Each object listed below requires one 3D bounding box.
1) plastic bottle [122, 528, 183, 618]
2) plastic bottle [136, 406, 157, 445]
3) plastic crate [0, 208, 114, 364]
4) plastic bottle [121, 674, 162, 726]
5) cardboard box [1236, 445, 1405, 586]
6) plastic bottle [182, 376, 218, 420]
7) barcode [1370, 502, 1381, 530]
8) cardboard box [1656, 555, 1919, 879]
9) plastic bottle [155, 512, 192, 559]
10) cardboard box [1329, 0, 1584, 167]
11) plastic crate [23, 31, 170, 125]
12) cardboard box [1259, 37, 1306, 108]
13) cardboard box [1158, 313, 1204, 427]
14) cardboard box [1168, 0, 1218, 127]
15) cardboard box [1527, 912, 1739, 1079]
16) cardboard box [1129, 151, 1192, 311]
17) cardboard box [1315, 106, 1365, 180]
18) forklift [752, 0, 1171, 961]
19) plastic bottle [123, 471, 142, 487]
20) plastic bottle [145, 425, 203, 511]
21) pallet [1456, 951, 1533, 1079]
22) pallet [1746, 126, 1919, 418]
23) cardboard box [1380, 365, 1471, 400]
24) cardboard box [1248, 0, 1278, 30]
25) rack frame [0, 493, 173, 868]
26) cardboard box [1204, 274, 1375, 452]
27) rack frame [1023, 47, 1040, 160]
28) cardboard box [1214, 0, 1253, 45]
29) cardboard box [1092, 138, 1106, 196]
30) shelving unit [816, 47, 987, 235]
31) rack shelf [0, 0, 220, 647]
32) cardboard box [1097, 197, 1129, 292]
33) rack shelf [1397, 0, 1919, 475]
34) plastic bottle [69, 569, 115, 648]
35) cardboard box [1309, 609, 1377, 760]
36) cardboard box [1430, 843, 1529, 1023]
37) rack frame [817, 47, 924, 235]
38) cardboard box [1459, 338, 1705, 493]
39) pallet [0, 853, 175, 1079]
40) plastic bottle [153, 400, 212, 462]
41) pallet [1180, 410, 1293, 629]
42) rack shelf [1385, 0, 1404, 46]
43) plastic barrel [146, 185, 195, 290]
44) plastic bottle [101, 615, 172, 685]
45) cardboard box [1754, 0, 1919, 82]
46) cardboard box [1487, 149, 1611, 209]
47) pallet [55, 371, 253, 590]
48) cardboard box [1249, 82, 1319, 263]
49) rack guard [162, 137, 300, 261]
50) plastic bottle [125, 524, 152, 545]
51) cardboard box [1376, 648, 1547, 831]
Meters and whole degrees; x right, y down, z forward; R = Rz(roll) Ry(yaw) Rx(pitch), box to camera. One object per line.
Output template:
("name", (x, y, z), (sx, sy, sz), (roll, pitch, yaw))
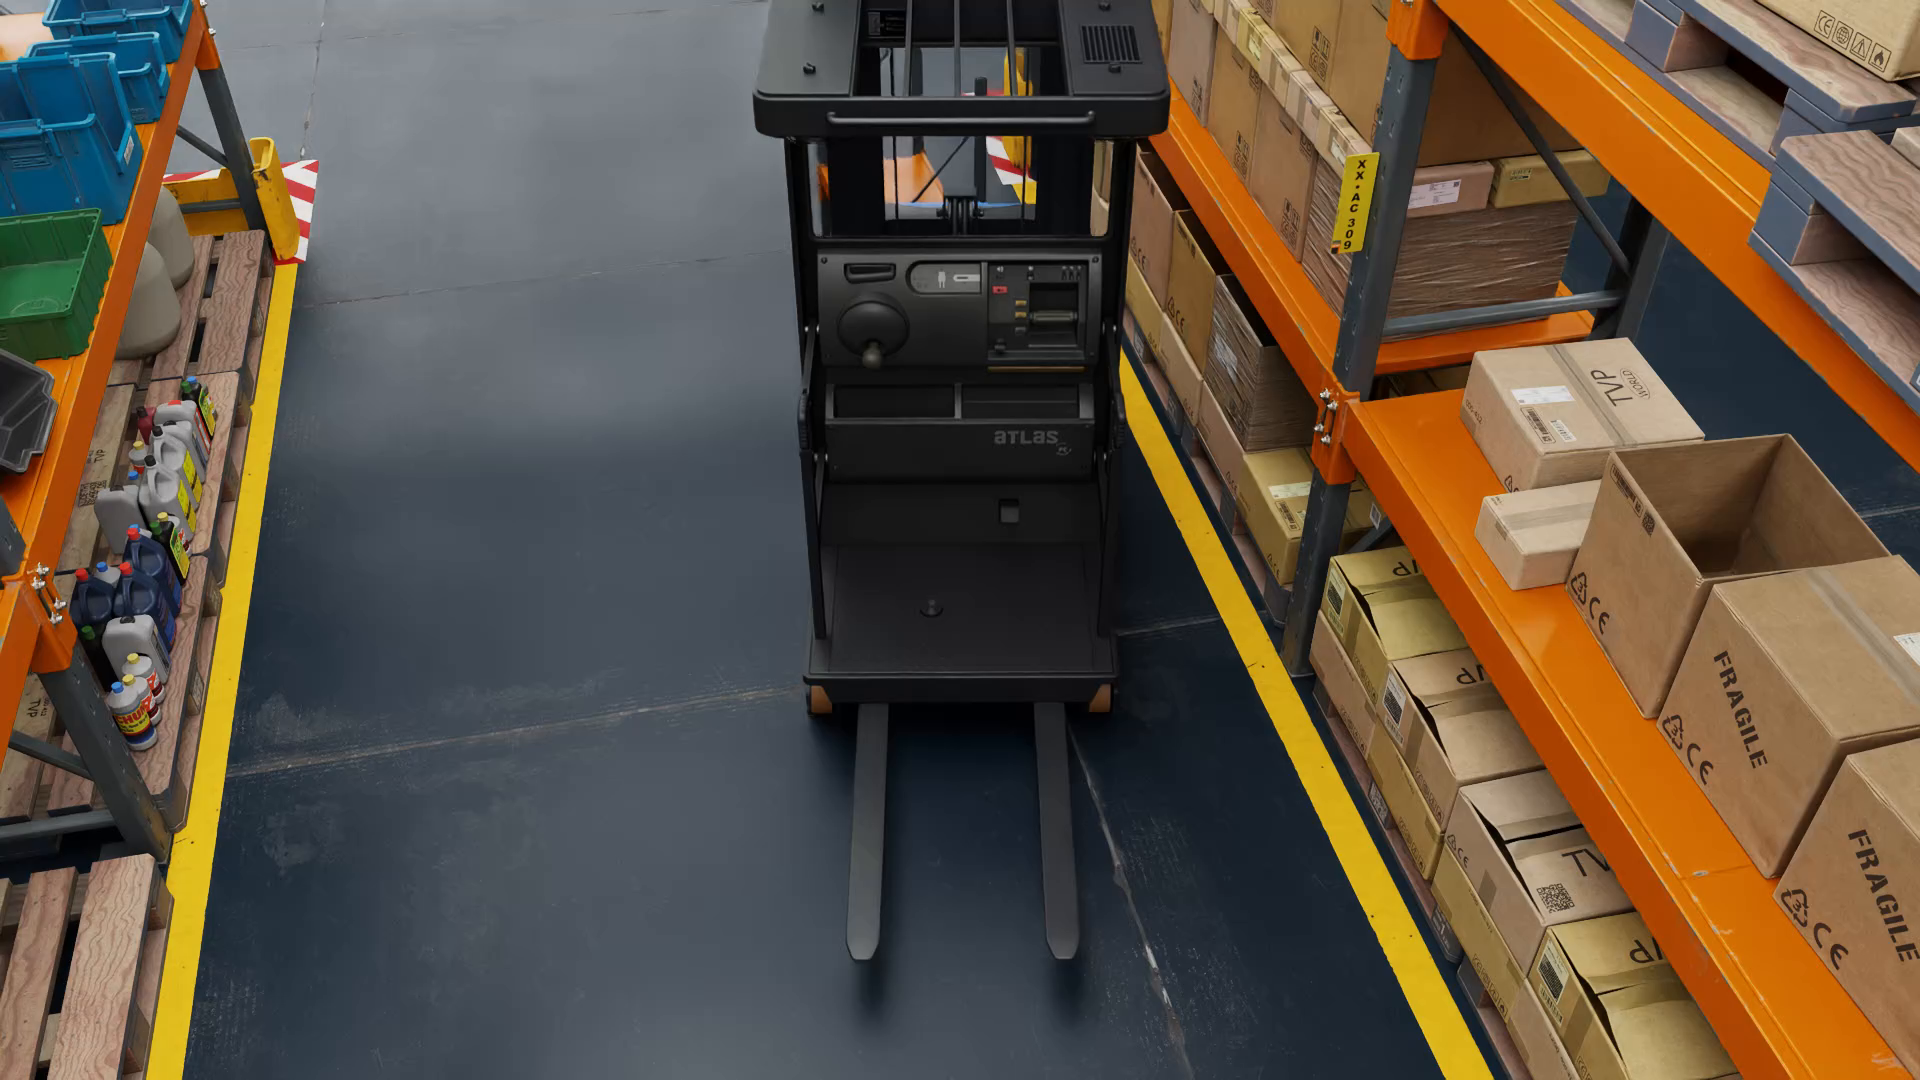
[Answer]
("plastic bottle", (-2.945, 0.114, 6.026), (0.144, 0.351, 0.185), (-10, 43, -11))
("plastic bottle", (-3.251, -0.438, 6.699), (0.061, 0.283, 0.133), (-8, 42, -9))
("plastic crate", (-3.153, -0.848, 5.606), (0.450, 0.188, 0.662), (-8, 42, -9))
("plastic bottle", (-2.798, 0.539, 5.659), (0.097, 0.201, 0.097), (0, 42, 0))
("cardboard box", (1.388, -0.113, 6.372), (0.500, 0.250, 0.500), (-8, 42, -9))
("plastic bottle", (-3.174, -0.591, 6.932), (0.097, 0.201, 0.097), (0, 42, 0))
("barcode", (1.350, -0.078, 5.407), (0.001, 0.075, 0.075), (-8, 42, -9))
("cardboard box", (2.073, 0.414, 3.949), (0.500, 0.500, 0.500), (-8, 42, -9))
("plastic bottle", (-2.984, -0.017, 6.286), (0.097, 0.201, 0.097), (0, 42, 0))
("cardboard box", (1.600, -1.524, 5.155), (0.700, 0.500, 0.500), (-8, 42, -9))
("plastic crate", (-3.464, -1.841, 6.677), (0.499, 0.251, 0.408), (-8, 42, -9))
("cardboard box", (1.266, -1.640, 5.774), (0.380, 0.149, 0.250), (-8, 42, -9))
("cardboard box", (1.168, -0.760, 7.102), (0.500, 0.250, 0.500), (-8, 42, -9))
("cardboard box", (1.264, -2.037, 6.710), (0.700, 0.500, 0.500), (-7, 42, -8))
("cardboard box", (1.881, 1.247, 4.418), (0.500, 0.311, 0.500), (-7, 42, -8))
("cardboard box", (1.058, -1.365, 7.218), (0.500, 0.500, 0.500), (-8, 42, -9))
("cardboard box", (1.383, -1.301, 5.392), (0.380, 0.149, 0.250), (-9, 42, -10))
("forklift", (0.003, -0.675, 5.302), (1.130, 2.935, 3.031), (0, 42, 0))
("plastic bottle", (-3.186, -0.181, 6.471), (0.097, 0.201, 0.097), (0, 42, 0))
("plastic bottle", (-3.077, -0.282, 6.473), (0.144, 0.351, 0.185), (-7, 42, -8))
("pallet", (2.166, 1.593, 4.797), (1.003, 0.211, 1.213), (-8, 42, -9))
("pallet", (2.087, -0.325, 2.739), (1.003, 0.211, 1.213), (-7, 42, -7))
("cardboard box", (1.907, -0.469, 6.209), (0.500, 0.500, 0.500), (-8, 42, -9))
("cardboard box", (1.382, -2.176, 5.889), (0.700, 0.500, 0.500), (-8, 42, -9))
("rack frame", (-3.136, -0.007, 4.499), (1.000, 3.000, 0.127), (-8, 42, -9))
("cardboard box", (1.292, -0.719, 6.490), (0.500, 0.500, 0.500), (-8, 42, -9))
("rack frame", (0.838, -3.308, 8.217), (1.000, 3.000, 0.127), (-8, 42, -9))
("cardboard box", (1.161, -1.964, 6.138), (0.380, 0.149, 0.250), (-7, 42, -8))
("cardboard box", (0.847, -2.013, 7.949), (0.500, 0.500, 0.500), (-8, 42, -9))
("shelving unit", (-0.273, -1.542, 7.357), (0.587, 1.500, 1.083), (-11, 43, -12))
("rack shelf", (-3.567, -1.035, 6.198), (1.077, 0.370, 4.000), (-8, 42, -9))
("cardboard box", (0.956, -1.409, 7.833), (0.500, 0.250, 0.500), (-8, 42, -9))
("rack shelf", (2.134, -0.271, 3.078), (1.077, 0.370, 4.000), (-8, 42, -9))
("plastic bottle", (-3.045, 0.257, 5.865), (0.144, 0.351, 0.185), (-8, 42, -9))
("cardboard box", (1.547, 0.454, 5.734), (0.500, 0.250, 0.500), (-9, 42, -10))
("cardboard box", (1.771, 1.120, 4.983), (0.500, 0.250, 0.500), (-10, 42, -11))
("rack frame", (-0.415, -1.872, 7.729), (0.500, 1.500, 0.032), (-11, 43, -12))
("cardboard box", (1.851, -0.346, 4.993), (0.500, 0.250, 0.500), (-6, 42, -7))
("pallet", (-2.928, 1.539, 4.857), (1.003, 0.211, 1.213), (-8, 42, -9))
("plastic bottle", (-3.147, -0.451, 6.719), (0.152, 0.276, 0.135), (-8, 42, -9))
("pallet", (1.571, -0.193, 6.809), (1.003, 0.211, 1.213), (-8, 42, -9))
("rack shelf", (1.270, -2.864, 5.999), (1.077, 0.370, 4.000), (-8, 42, -9))
("plastic barrel", (-3.782, -1.411, 7.638), (0.421, 0.512, 0.421), (0, 42, 0))
("plastic bottle", (-2.873, 0.372, 5.792), (0.152, 0.276, 0.135), (-7, 42, -8))
("cardboard box", (1.947, -1.181, 3.358), (0.500, 0.250, 0.500), (-12, 43, -13))
("cardboard box", (1.833, -1.197, 5.275), (0.380, 0.149, 0.250), (-8, 42, -9))
("pallet", (-3.507, -0.198, 6.814), (1.003, 0.211, 1.213), (-8, 42, -9))
("cardboard box", (1.480, -1.380, 5.970), (0.700, 0.500, 0.500), (-9, 42, -10))
("rack guard", (-3.937, -1.623, 8.202), (1.175, 0.500, 0.348), (-8, 42, -9))
("plastic bottle", (-3.014, 0.053, 6.154), (0.097, 0.271, 0.097), (0, 42, 0))
("cardboard box", (1.651, 0.576, 5.174), (0.500, 0.311, 0.500), (-9, 42, -10))
